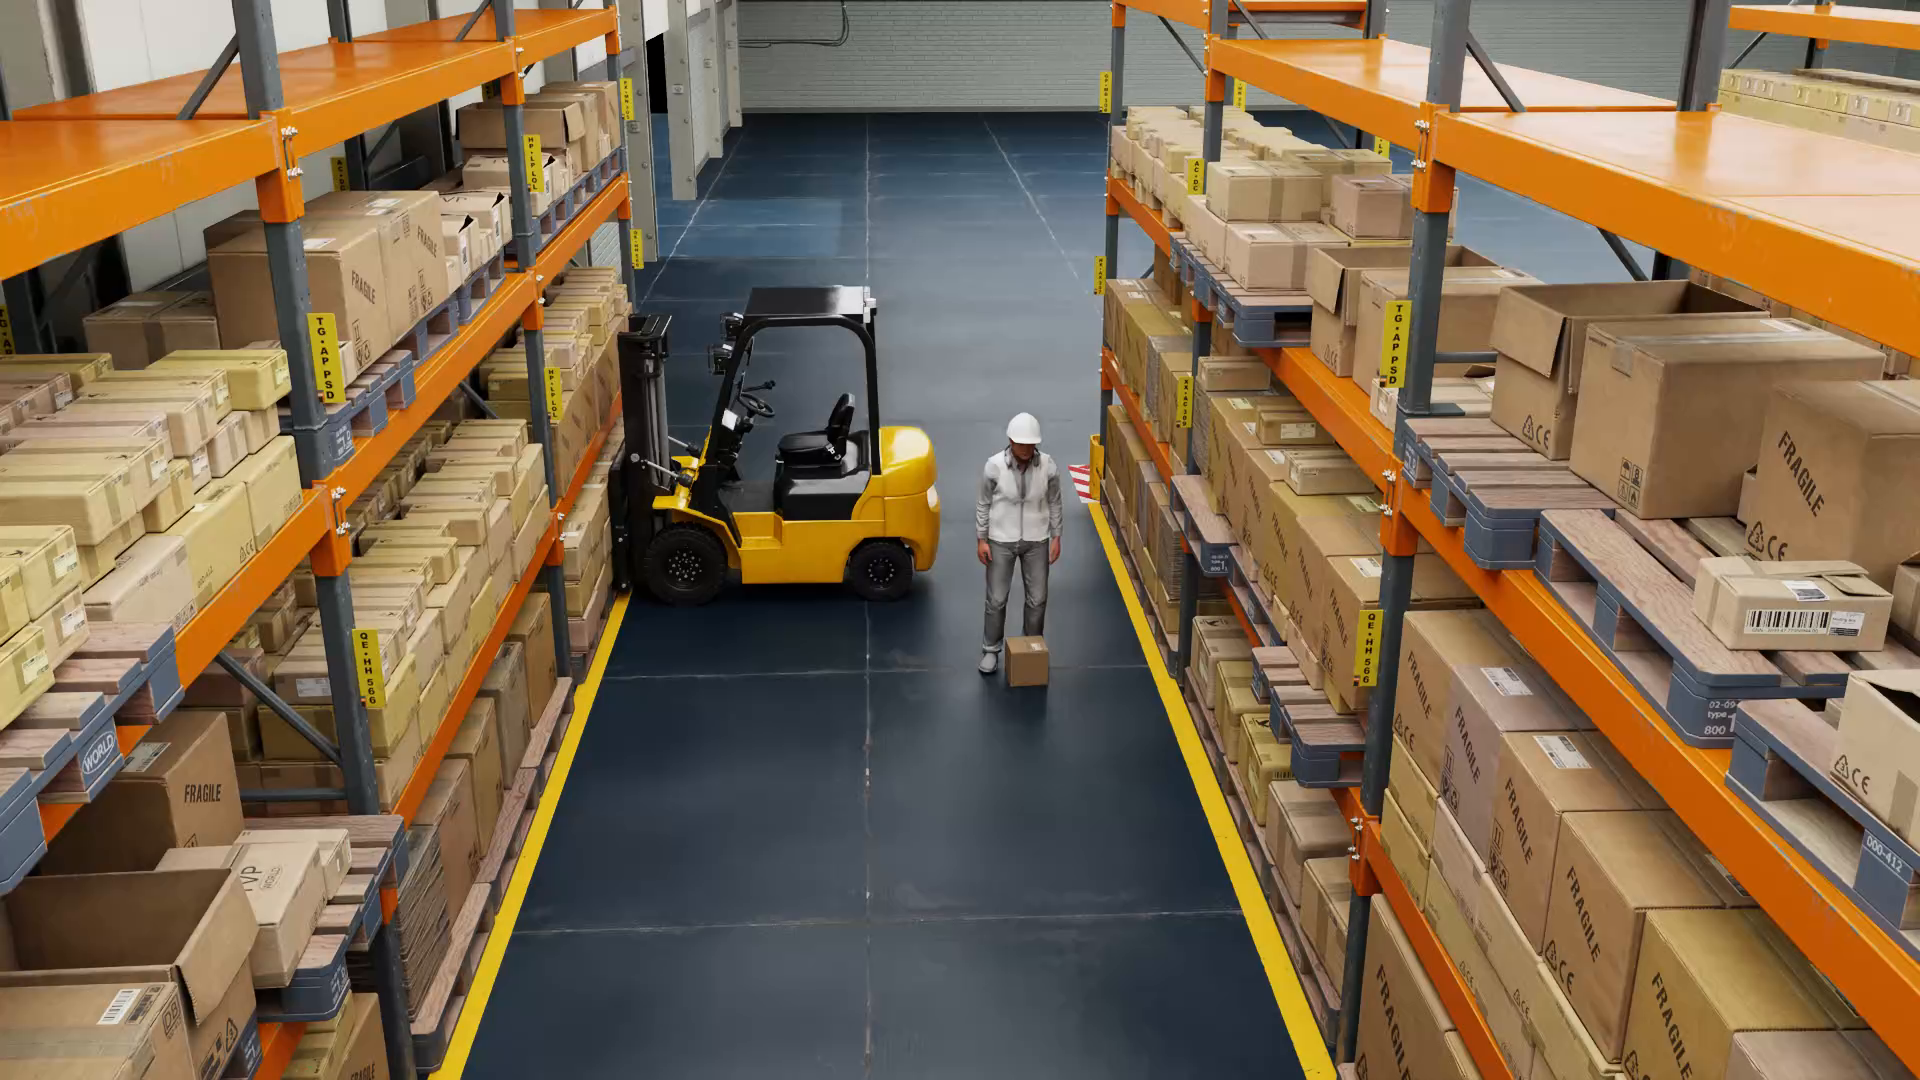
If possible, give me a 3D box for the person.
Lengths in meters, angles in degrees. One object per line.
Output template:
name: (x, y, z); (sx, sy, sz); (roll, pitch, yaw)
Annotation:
person: (0.390, 0.003, 11.028); (0.580, 1.772, 0.460); (-2, 20, -6)
